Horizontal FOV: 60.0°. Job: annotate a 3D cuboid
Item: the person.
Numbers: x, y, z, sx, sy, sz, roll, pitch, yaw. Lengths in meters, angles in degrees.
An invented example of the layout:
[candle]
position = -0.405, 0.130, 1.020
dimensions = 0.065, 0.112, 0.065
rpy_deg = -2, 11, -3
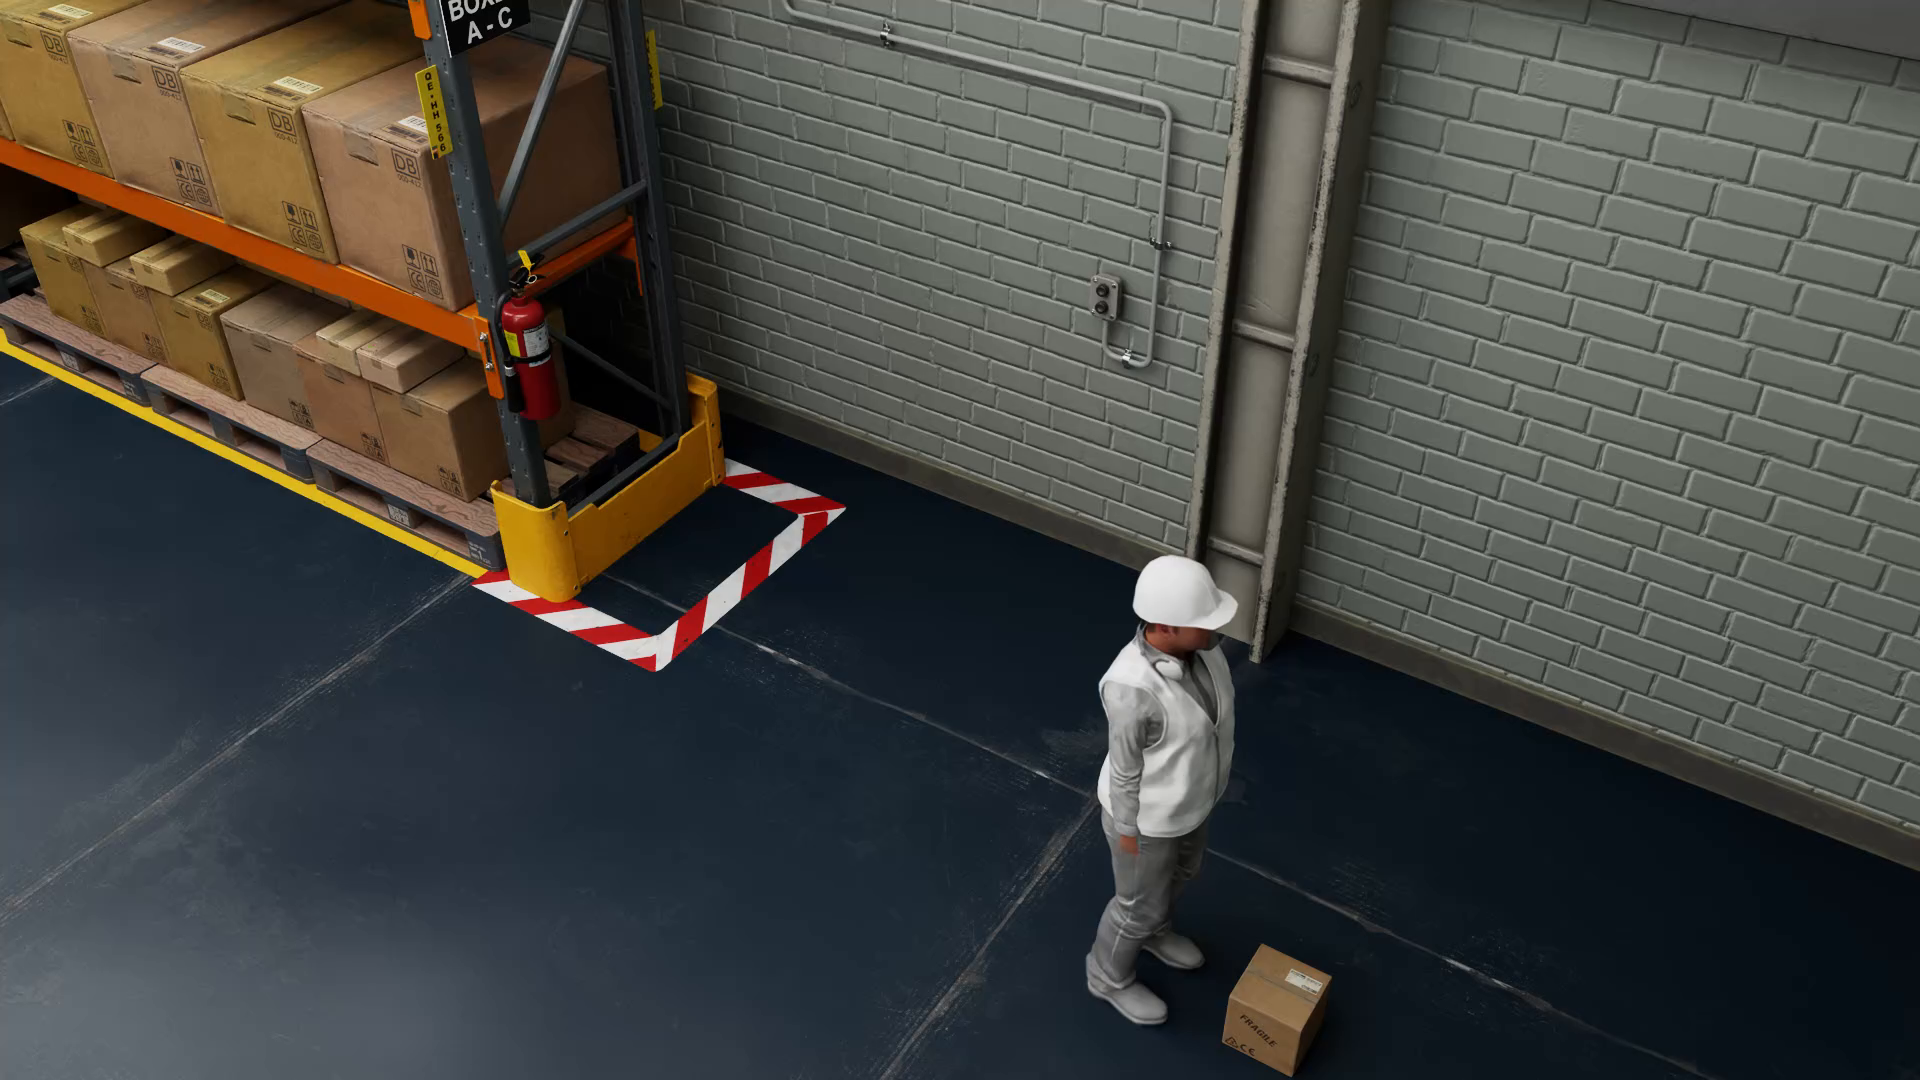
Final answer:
[person]
position = 0.636, 0.770, 5.156
dimensions = 0.359, 1.770, 0.531
rpy_deg = 22, 43, 26
